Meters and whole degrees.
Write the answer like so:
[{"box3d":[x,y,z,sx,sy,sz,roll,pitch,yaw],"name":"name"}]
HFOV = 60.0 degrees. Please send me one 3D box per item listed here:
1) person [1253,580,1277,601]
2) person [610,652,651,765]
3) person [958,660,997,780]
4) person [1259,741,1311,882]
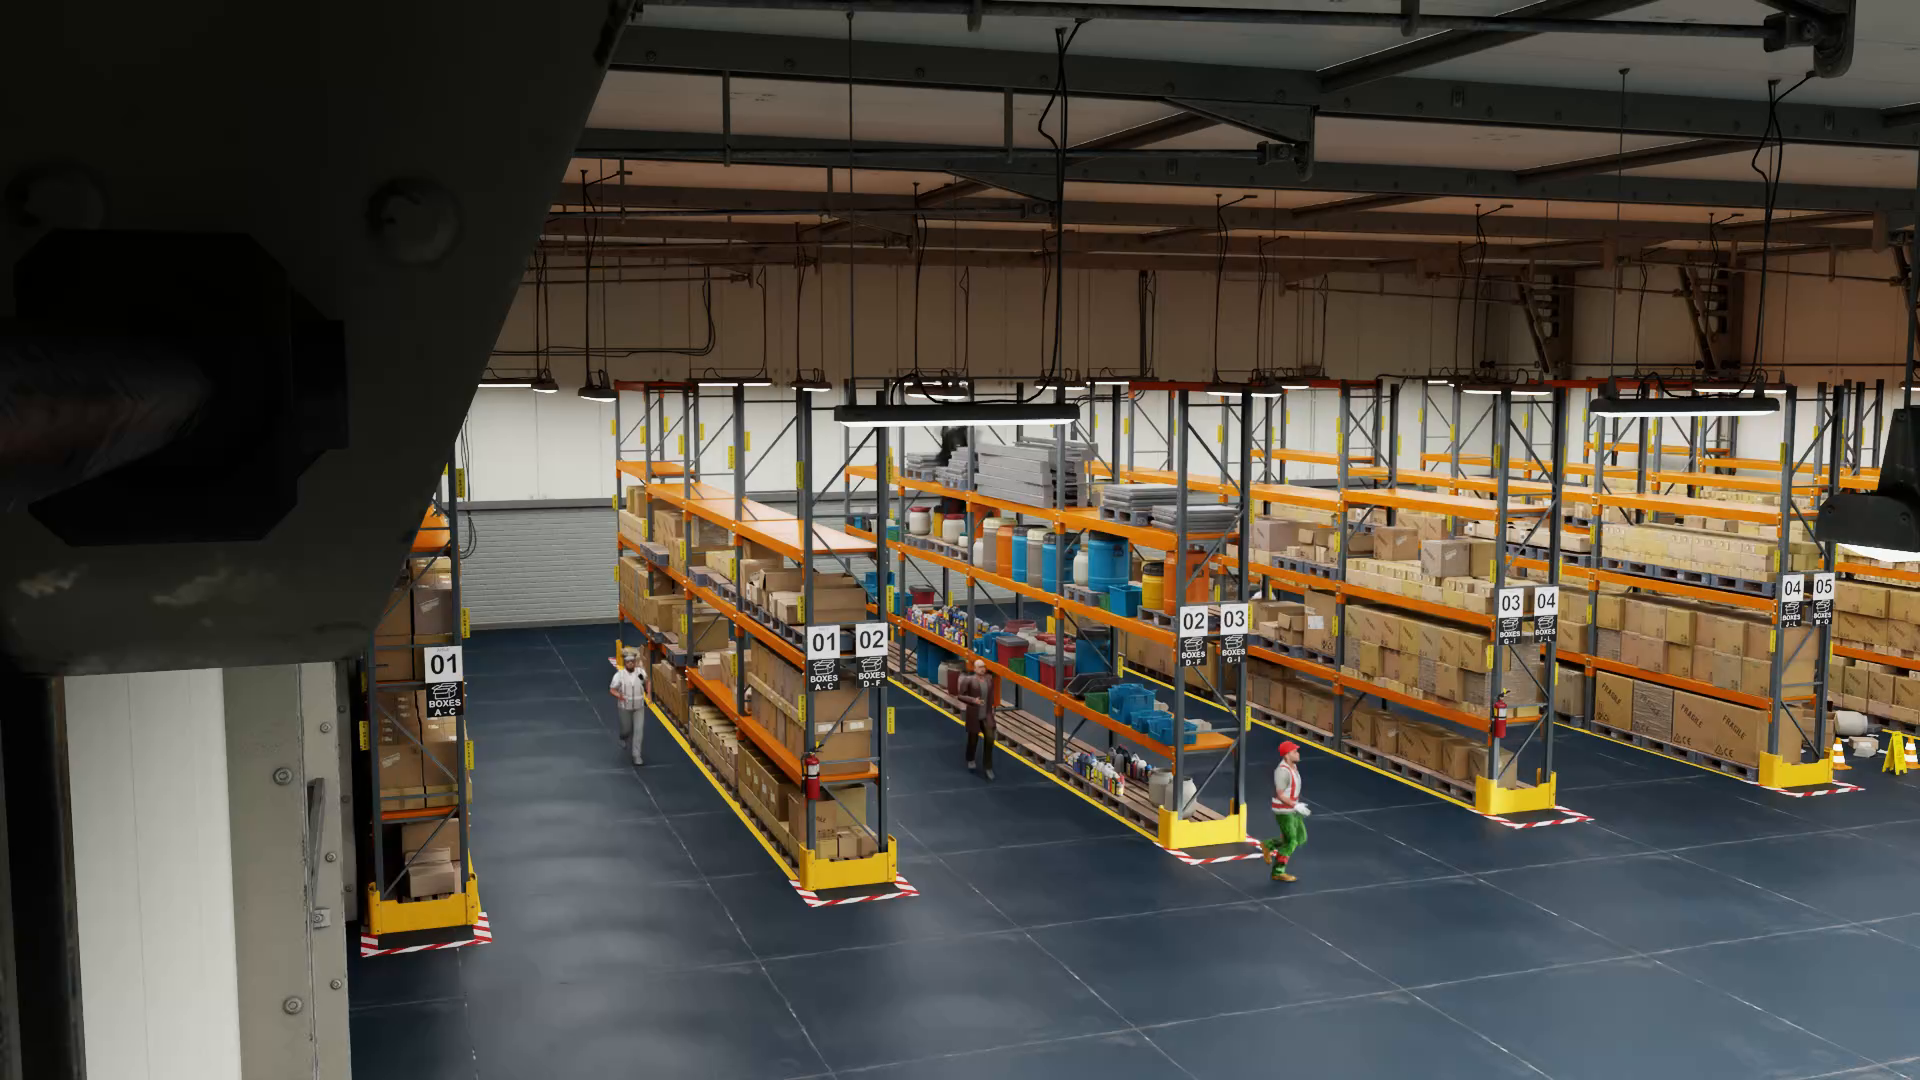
[{"box3d":[6.703,1.659,36.469,0.637,1.654,0.613,-1,6,-9],"name":"person"},{"box3d":[-5.234,2.650,26.557,0.678,1.747,0.992,-2,6,-20],"name":"person"},{"box3d":[0.272,2.749,25.622,0.684,1.843,0.828,-2,6,-18],"name":"person"},{"box3d":[4.007,3.315,20.424,0.661,1.744,0.686,3,7,23],"name":"person"}]
